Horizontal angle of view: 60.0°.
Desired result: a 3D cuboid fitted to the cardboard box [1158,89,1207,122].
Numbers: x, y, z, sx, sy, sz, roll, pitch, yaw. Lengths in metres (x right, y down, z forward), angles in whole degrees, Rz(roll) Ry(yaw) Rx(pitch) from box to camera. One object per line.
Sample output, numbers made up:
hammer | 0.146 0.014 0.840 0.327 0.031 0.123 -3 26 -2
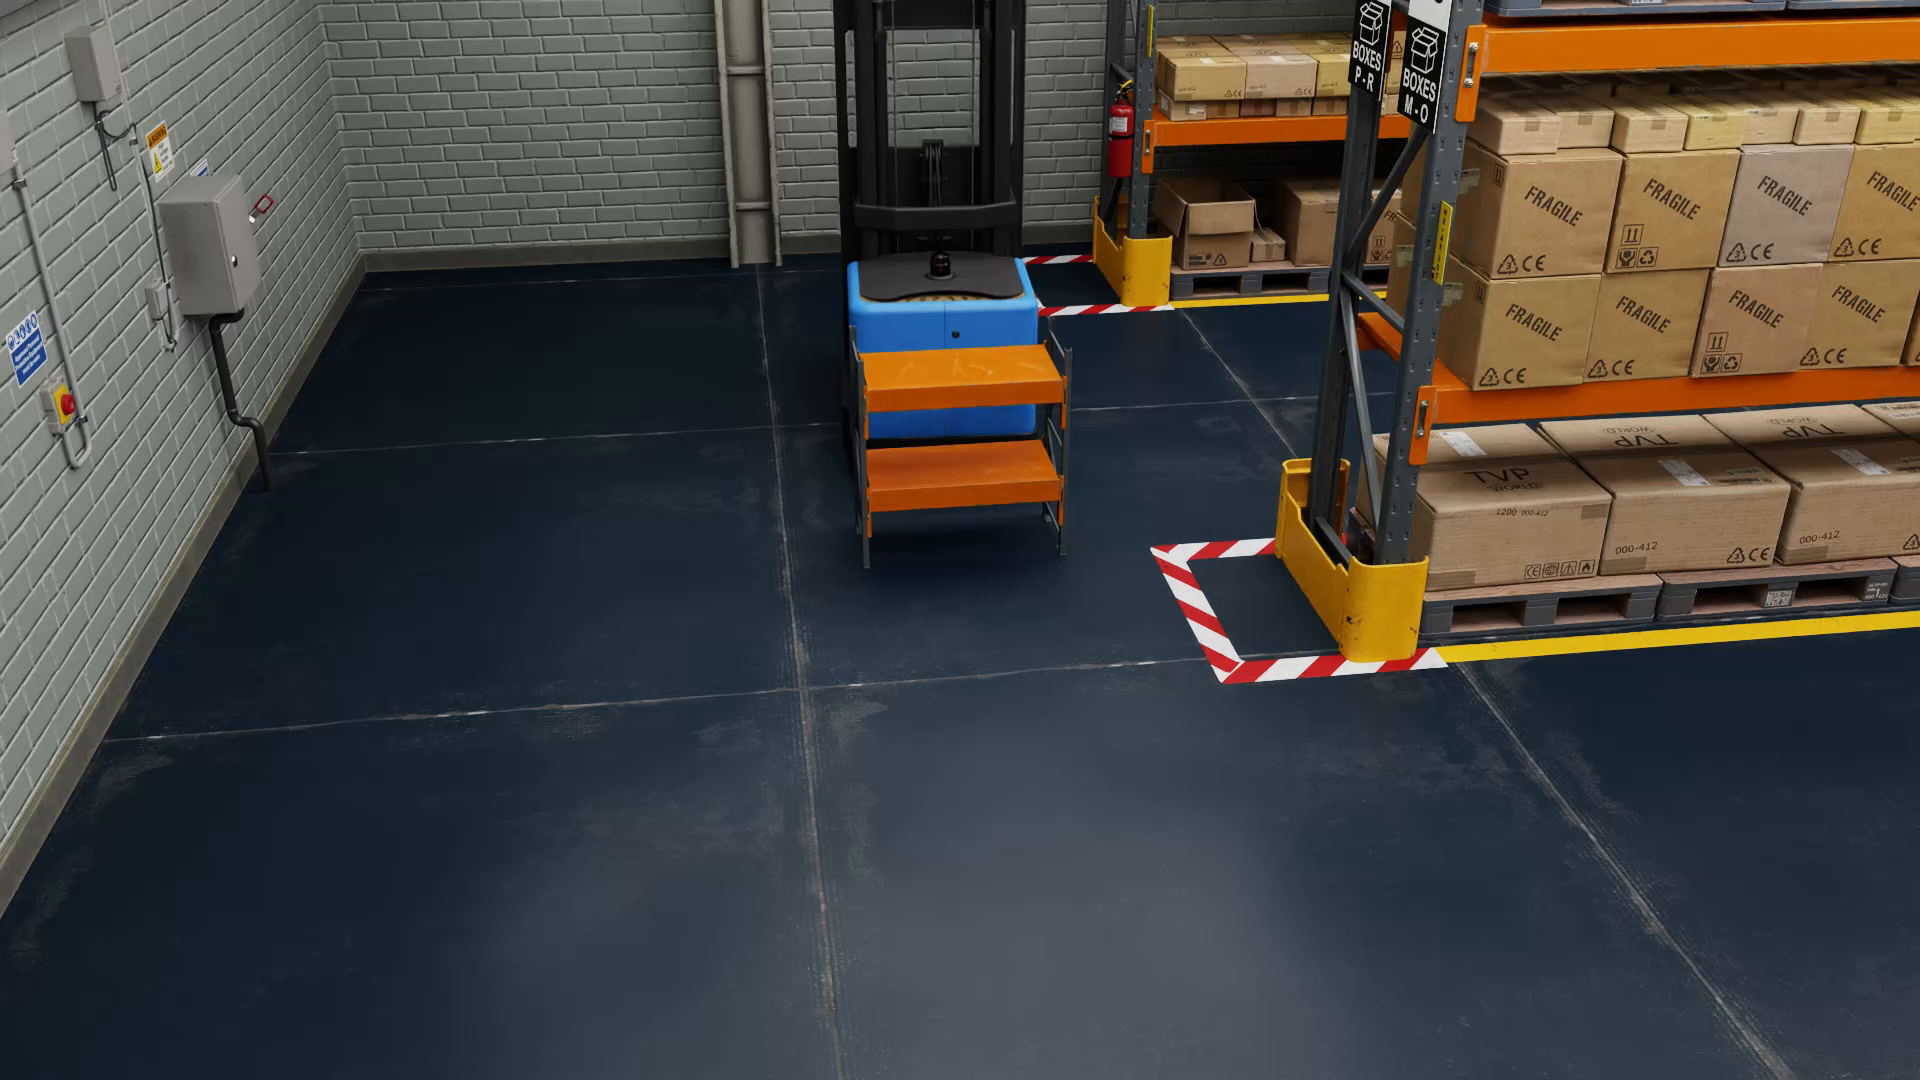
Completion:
cardboard box | 1.565 -3.071 11.724 0.250 0.149 0.380 -4 27 -8

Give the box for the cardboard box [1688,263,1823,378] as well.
cardboard box | 3.415 -1.056 7.413 0.500 0.500 0.500 -4 27 -7

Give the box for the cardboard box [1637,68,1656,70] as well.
cardboard box | 4.692 -3.463 12.052 0.500 0.250 0.500 -3 27 -6

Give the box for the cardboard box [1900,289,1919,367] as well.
cardboard box | 4.429 -1.122 7.541 0.500 0.500 0.500 -4 27 -8

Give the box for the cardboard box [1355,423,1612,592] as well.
cardboard box | 2.536 -0.176 8.154 0.875 0.438 0.875 -5 28 -9

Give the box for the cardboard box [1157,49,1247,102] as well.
cardboard box | 1.688 -3.258 11.653 0.500 0.250 0.500 -4 27 -7

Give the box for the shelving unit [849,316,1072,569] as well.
shelving unit | -0.007 -0.500 8.492 1.048 1.125 0.538 -4 27 -7

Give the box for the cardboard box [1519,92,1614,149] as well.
cardboard box | 2.536 -1.766 6.991 0.250 0.149 0.380 -3 27 -6

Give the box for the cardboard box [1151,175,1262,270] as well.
cardboard box | 1.820 -2.358 12.334 0.637 0.503 0.797 -5 28 -9

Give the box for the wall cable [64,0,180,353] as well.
wall cable | -3.893 -1.765 7.791 0.122 1.984 0.588 -4 27 -7

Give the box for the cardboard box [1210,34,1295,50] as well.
cardboard box | 2.130 -3.533 12.188 0.500 0.250 0.500 -4 27 -7

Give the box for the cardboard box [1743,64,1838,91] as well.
cardboard box | 3.742 -2.047 7.539 0.250 0.149 0.380 -3 27 -5

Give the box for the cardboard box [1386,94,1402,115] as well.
cardboard box | 3.105 -3.156 11.890 0.250 0.149 0.380 -3 27 -6

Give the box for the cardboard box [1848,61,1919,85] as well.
cardboard box | 4.251 -2.068 7.579 0.250 0.149 0.380 -4 27 -7

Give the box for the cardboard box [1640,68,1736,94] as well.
cardboard box | 3.240 -1.997 7.440 0.250 0.149 0.380 -4 27 -8

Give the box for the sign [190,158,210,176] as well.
sign | -4.106 -1.799 9.075 0.001 0.494 0.329 -4 27 -7

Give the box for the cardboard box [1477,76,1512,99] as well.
cardboard box | 2.224 -1.933 7.317 0.250 0.149 0.380 -3 27 -6

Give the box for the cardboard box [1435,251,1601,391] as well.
cardboard box | 2.412 -0.987 7.279 0.500 0.500 0.500 -4 27 -8

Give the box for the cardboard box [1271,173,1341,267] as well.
cardboard box | 2.672 -2.393 12.406 0.500 0.500 0.700 -3 27 -5

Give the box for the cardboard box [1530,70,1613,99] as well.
cardboard box | 2.716 -2.015 7.475 0.250 0.149 0.380 -4 27 -8

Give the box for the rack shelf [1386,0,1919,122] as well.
rack shelf | 3.877 -2.184 7.222 4.000 0.370 1.077 -4 27 -7

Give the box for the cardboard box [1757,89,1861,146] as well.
cardboard box | 3.573 -1.793 7.044 0.250 0.149 0.380 -3 27 -7

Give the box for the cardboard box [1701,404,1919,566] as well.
cardboard box | 4.334 -0.295 8.385 0.875 0.438 0.875 -4 27 -9

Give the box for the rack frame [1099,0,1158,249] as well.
rack frame | 1.201 -3.286 11.868 0.127 3.000 1.000 -4 27 -7

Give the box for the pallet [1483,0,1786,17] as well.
pallet | 2.629 -2.389 6.931 1.213 0.211 1.003 -4 27 -7

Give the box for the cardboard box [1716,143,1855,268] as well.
cardboard box | 3.431 -1.505 7.193 0.500 0.500 0.500 -4 27 -8

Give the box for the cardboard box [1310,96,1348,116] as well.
cardboard box | 2.587 -3.148 11.875 0.250 0.149 0.380 -3 27 -6

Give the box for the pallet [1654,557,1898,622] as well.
pallet | 3.883 0.036 8.448 1.213 0.211 1.003 -4 27 -7

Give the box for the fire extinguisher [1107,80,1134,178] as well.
fire extinguisher | 1.120 -2.867 11.545 0.183 0.674 0.296 -4 27 -7

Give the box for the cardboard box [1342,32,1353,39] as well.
cardboard box | 3.139 -3.595 12.309 0.500 0.250 0.500 -4 27 -7

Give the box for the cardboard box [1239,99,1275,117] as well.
cardboard box | 2.066 -3.140 11.859 0.250 0.149 0.380 -4 27 -8

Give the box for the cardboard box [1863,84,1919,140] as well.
cardboard box | 4.081 -1.836 7.126 0.250 0.149 0.380 -4 27 -7

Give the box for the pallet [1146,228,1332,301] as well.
pallet | 2.066 -2.101 12.613 1.213 0.211 1.003 -4 27 -7

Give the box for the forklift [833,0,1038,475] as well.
forklift | -0.190 -2.284 9.991 1.130 2.935 3.031 -2 27 -4

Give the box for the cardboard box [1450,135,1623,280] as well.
cardboard box | 2.411 -1.433 7.052 0.500 0.500 0.500 -4 27 -8

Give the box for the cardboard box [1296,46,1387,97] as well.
cardboard box | 2.689 -3.324 11.781 0.500 0.250 0.500 -4 27 -8

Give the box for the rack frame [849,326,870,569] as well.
rack frame | -0.510 -0.468 8.429 0.032 1.125 0.500 -4 27 -7

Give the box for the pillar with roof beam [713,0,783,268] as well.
pillar with roof beam | -0.995 -4.245 7.165 0.400 9.000 9.100 -4 27 -7

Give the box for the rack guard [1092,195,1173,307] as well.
rack guard | 1.276 -2.178 12.448 0.348 0.500 1.175 -4 27 -7

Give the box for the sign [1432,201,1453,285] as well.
sign | 1.968 -1.211 6.789 0.005 0.325 0.100 -4 27 -7

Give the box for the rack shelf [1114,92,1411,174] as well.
rack shelf | 3.182 -3.093 12.280 4.000 0.370 1.077 -4 27 -7

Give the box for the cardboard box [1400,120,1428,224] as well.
cardboard box | 2.341 -1.670 7.513 0.500 0.500 0.500 -3 27 -5

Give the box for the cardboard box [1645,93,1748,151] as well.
cardboard box | 3.067 -1.756 6.971 0.250 0.149 0.380 -5 28 -9

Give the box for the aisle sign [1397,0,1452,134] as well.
aisle sign | 1.865 -2.063 6.637 0.004 0.787 0.394 -4 27 -7

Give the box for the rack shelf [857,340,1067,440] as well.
rack shelf | -0.007 -0.760 8.359 1.000 0.278 0.538 -4 27 -7
